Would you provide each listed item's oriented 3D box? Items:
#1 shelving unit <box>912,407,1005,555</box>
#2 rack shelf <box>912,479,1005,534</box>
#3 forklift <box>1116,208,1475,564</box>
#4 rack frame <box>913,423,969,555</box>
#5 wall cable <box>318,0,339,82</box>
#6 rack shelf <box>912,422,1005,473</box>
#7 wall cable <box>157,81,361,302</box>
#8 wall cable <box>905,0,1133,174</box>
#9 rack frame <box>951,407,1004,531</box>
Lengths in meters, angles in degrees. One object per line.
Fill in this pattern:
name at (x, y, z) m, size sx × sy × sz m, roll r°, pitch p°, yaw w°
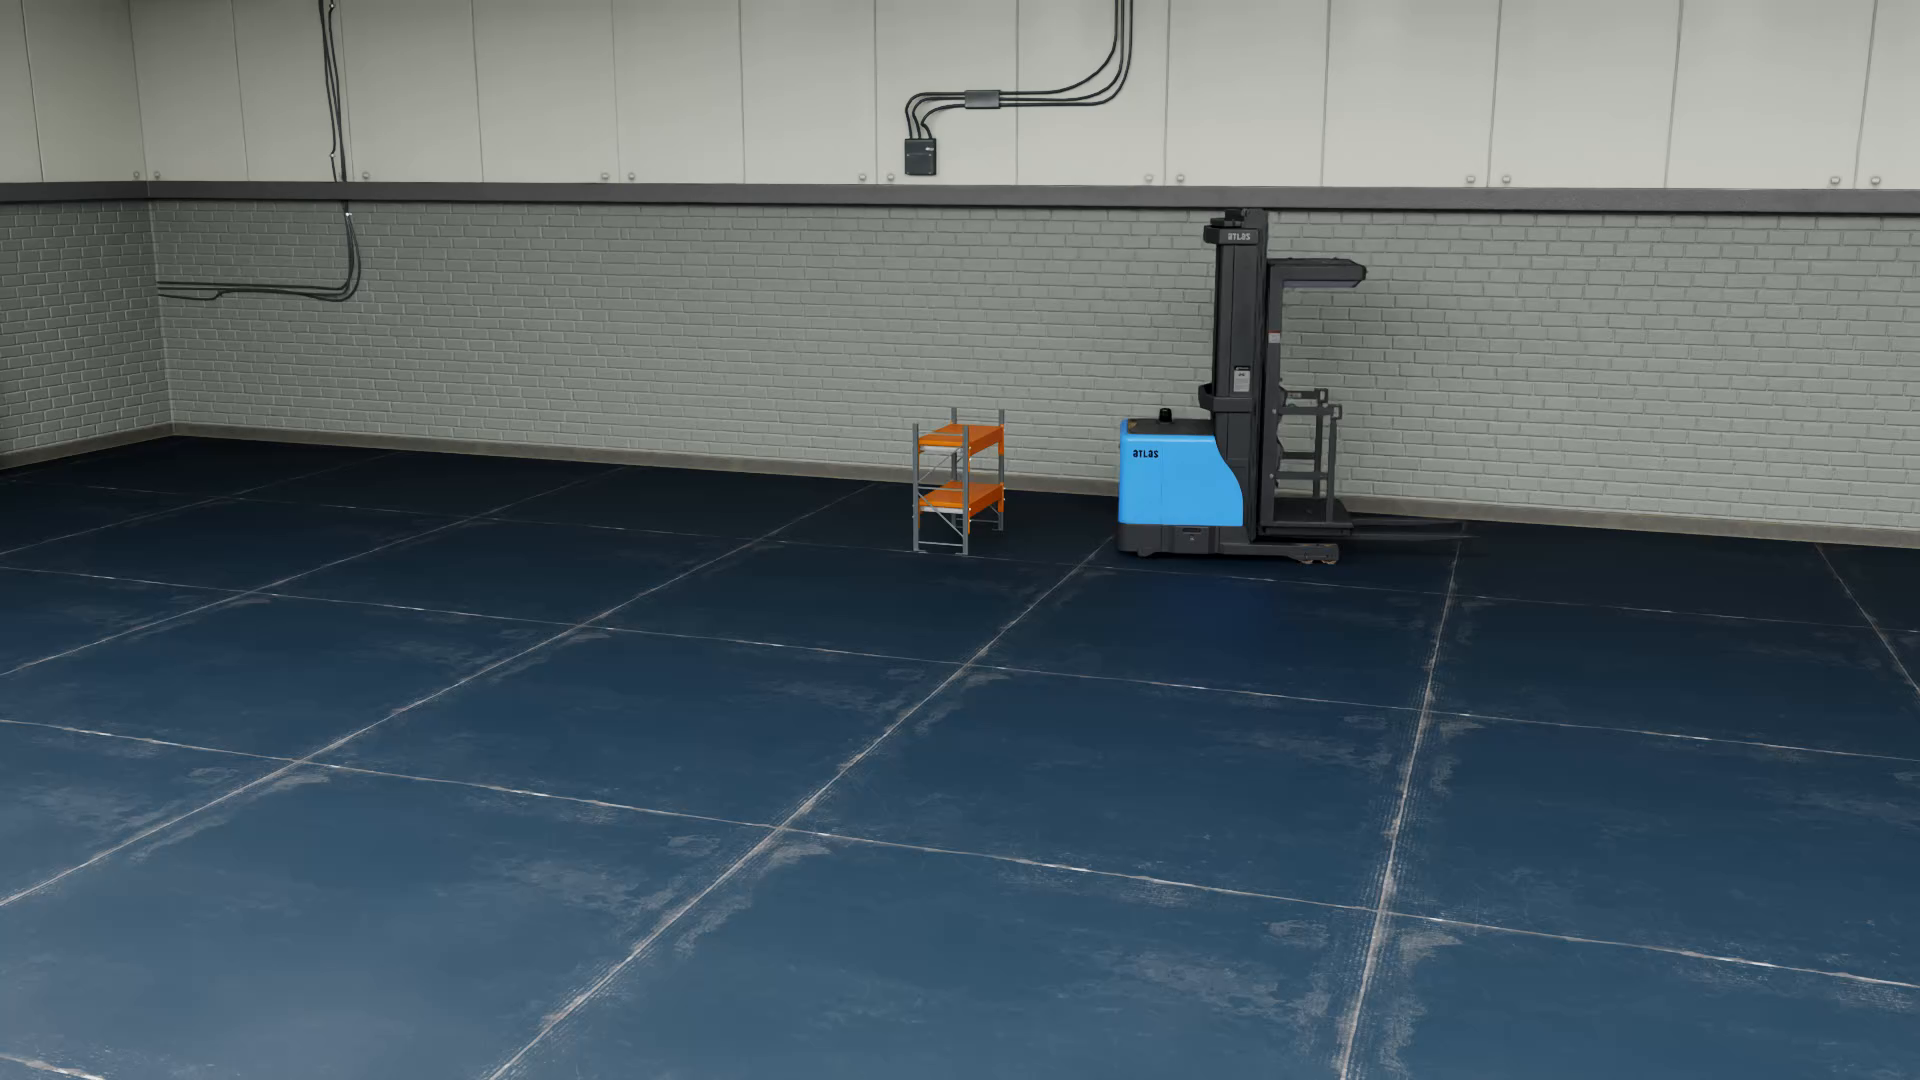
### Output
shelving unit at (-0.002, -0.547, 14.857) m, size 0.538 × 1.125 × 1.048 m, roll 4°, pitch 14°, yaw 18°
rack shelf at (-0.002, -0.309, 14.911) m, size 0.538 × 0.278 × 1.000 m, roll 4°, pitch 14°, yaw 18°
forklift at (2.898, -1.346, 14.299) m, size 3.031 × 2.935 × 1.130 m, roll 1°, pitch 13°, yaw 6°
rack frame at (-0.167, -0.440, 14.388) m, size 0.500 × 1.125 × 0.032 m, roll 4°, pitch 14°, yaw 18°
wall cable at (-5.876, -6.340, 18.170) m, size 3.097 × 2.526 × 0.112 m, roll 4°, pitch 14°, yaw 18°
rack shelf at (-0.002, -0.832, 14.791) m, size 0.538 × 0.278 × 1.000 m, roll 4°, pitch 14°, yaw 18°
wall cable at (-8.435, -4.072, 19.585) m, size 3.097 × 2.526 × 0.112 m, roll 4°, pitch 14°, yaw 18°
wall cable at (0.542, -6.557, 15.852) m, size 2.305 × 6.003 × 0.169 m, roll 4°, pitch 14°, yaw 18°
rack frame at (0.162, -0.654, 15.325) m, size 0.500 × 1.125 × 0.032 m, roll 4°, pitch 14°, yaw 18°
